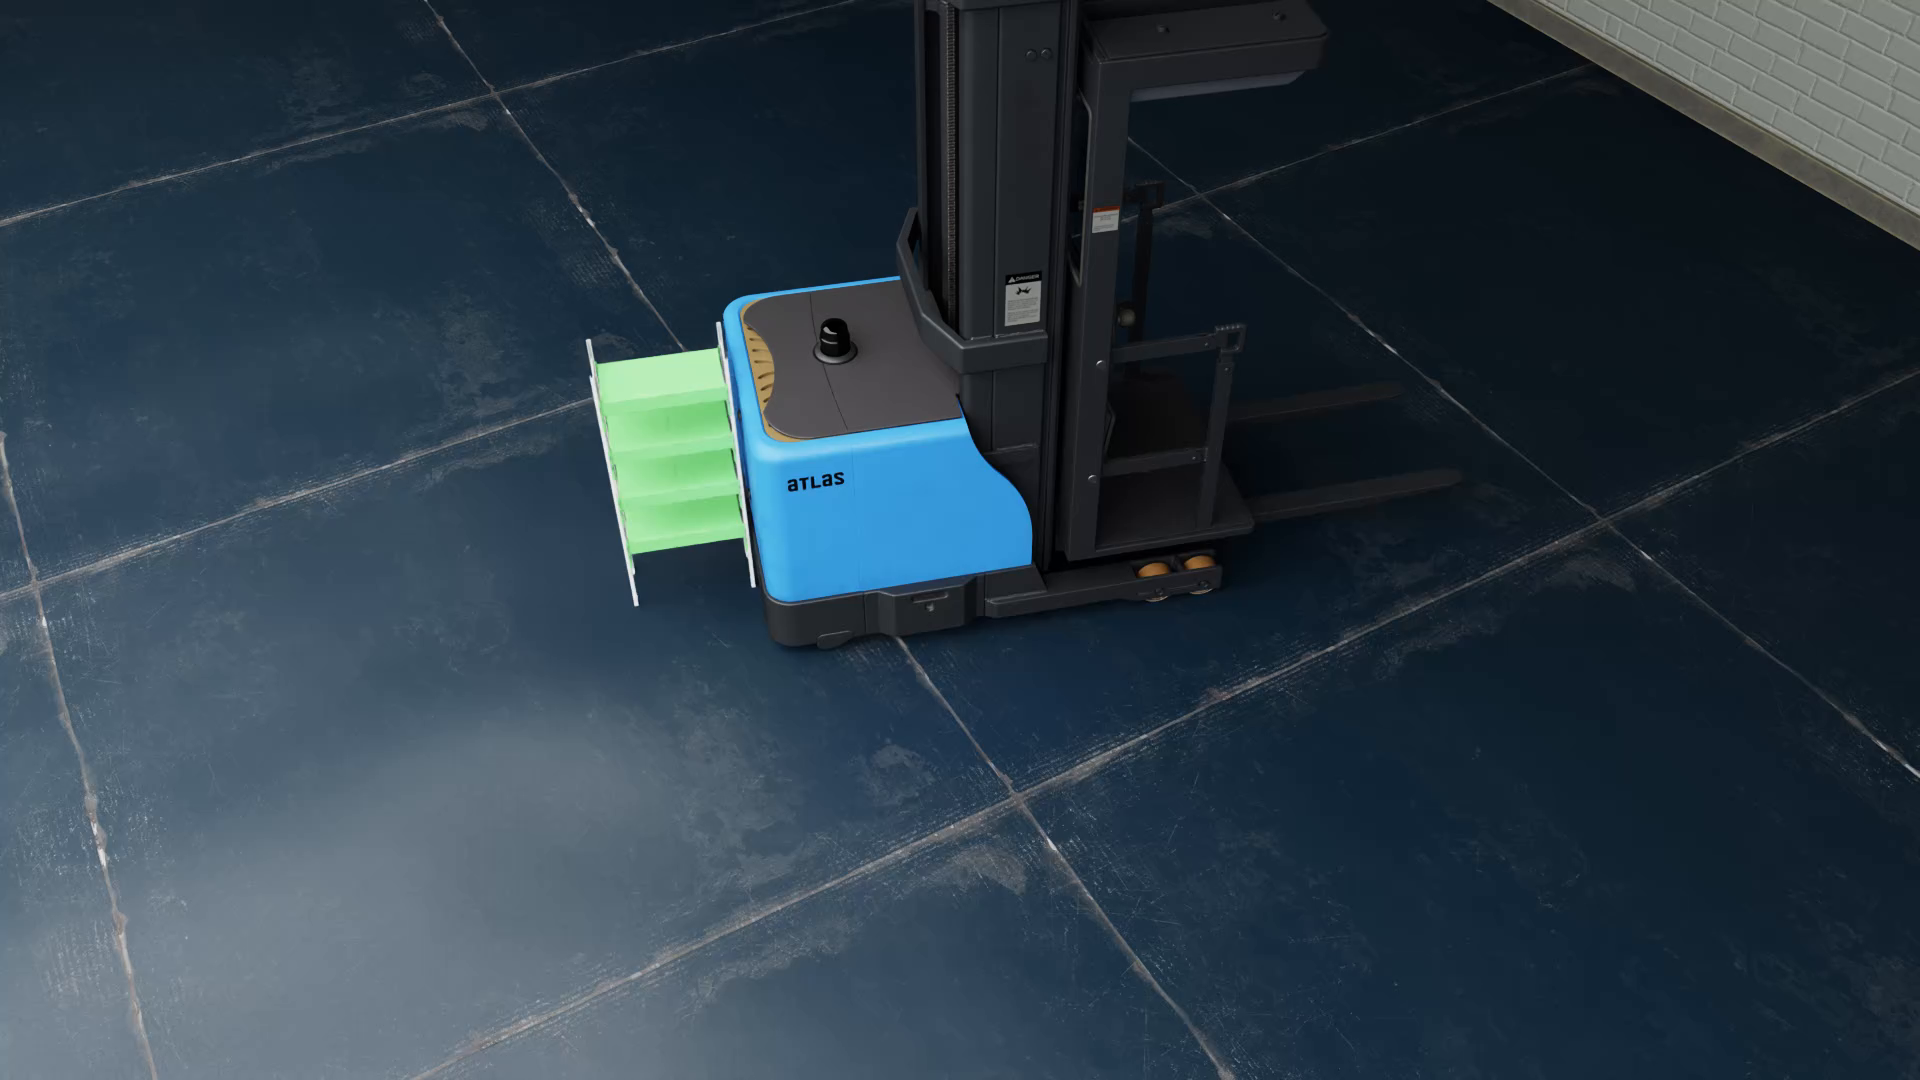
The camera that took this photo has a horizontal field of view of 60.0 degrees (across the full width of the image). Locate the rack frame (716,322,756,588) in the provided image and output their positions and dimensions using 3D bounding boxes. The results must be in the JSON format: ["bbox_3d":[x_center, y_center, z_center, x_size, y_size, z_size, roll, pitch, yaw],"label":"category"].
[{"bbox_3d":[-0.891,-0.313,6.641,0.015,1.200,0.240,-9,45,-9],"label":"rack frame"}]

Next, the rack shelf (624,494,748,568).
[{"bbox_3d":[-1.129,-0.058,6.814,0.480,0.148,0.258,-9,45,-9],"label":"rack shelf"}]

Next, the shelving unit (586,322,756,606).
[{"bbox_3d":[-1.129,-0.276,6.603,0.503,1.200,0.258,-9,45,-9],"label":"shelving unit"}]

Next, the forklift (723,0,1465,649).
[{"bbox_3d":[0.615,-1.148,6.258,3.031,2.935,1.130,-9,45,-9],"label":"forklift"}]

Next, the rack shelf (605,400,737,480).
[{"bbox_3d":[-1.129,-0.403,6.480,0.480,0.148,0.258,-9,45,-9],"label":"rack shelf"}]

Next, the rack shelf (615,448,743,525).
[{"bbox_3d":[-1.129,-0.230,6.647,0.480,0.148,0.258,-9,45,-9],"label":"rack shelf"}]

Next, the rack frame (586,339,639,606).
[{"bbox_3d":[-1.367,-0.239,6.564,0.015,1.200,0.240,-9,45,-9],"label":"rack frame"}]

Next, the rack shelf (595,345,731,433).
[{"bbox_3d":[-1.129,-0.575,6.313,0.480,0.148,0.258,-9,45,-9],"label":"rack shelf"}]
